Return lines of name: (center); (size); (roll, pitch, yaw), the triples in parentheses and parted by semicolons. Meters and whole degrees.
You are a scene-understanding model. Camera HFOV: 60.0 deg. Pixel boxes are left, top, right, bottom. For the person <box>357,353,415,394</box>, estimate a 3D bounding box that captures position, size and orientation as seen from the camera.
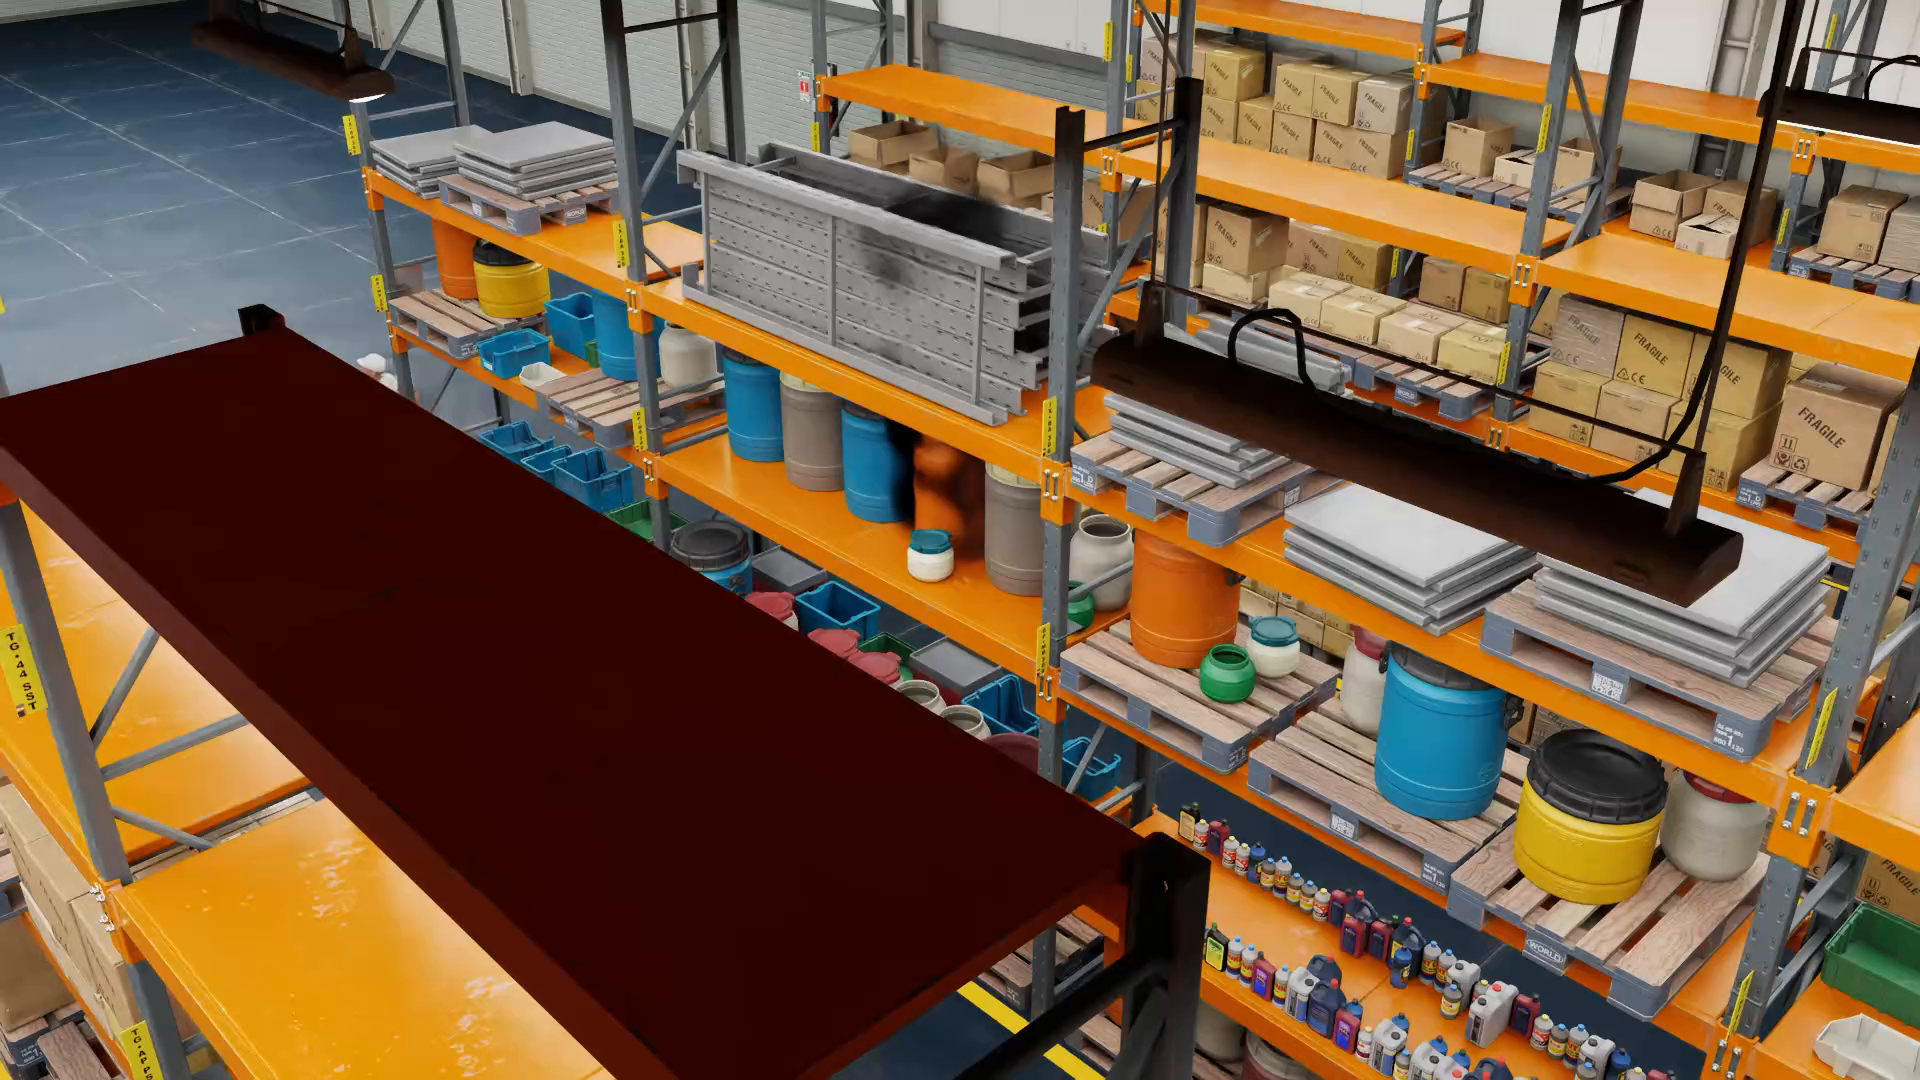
person: (-5.832, -1.057, 16.923); (0.899, 1.793, 0.642); (-3, 28, -6)
